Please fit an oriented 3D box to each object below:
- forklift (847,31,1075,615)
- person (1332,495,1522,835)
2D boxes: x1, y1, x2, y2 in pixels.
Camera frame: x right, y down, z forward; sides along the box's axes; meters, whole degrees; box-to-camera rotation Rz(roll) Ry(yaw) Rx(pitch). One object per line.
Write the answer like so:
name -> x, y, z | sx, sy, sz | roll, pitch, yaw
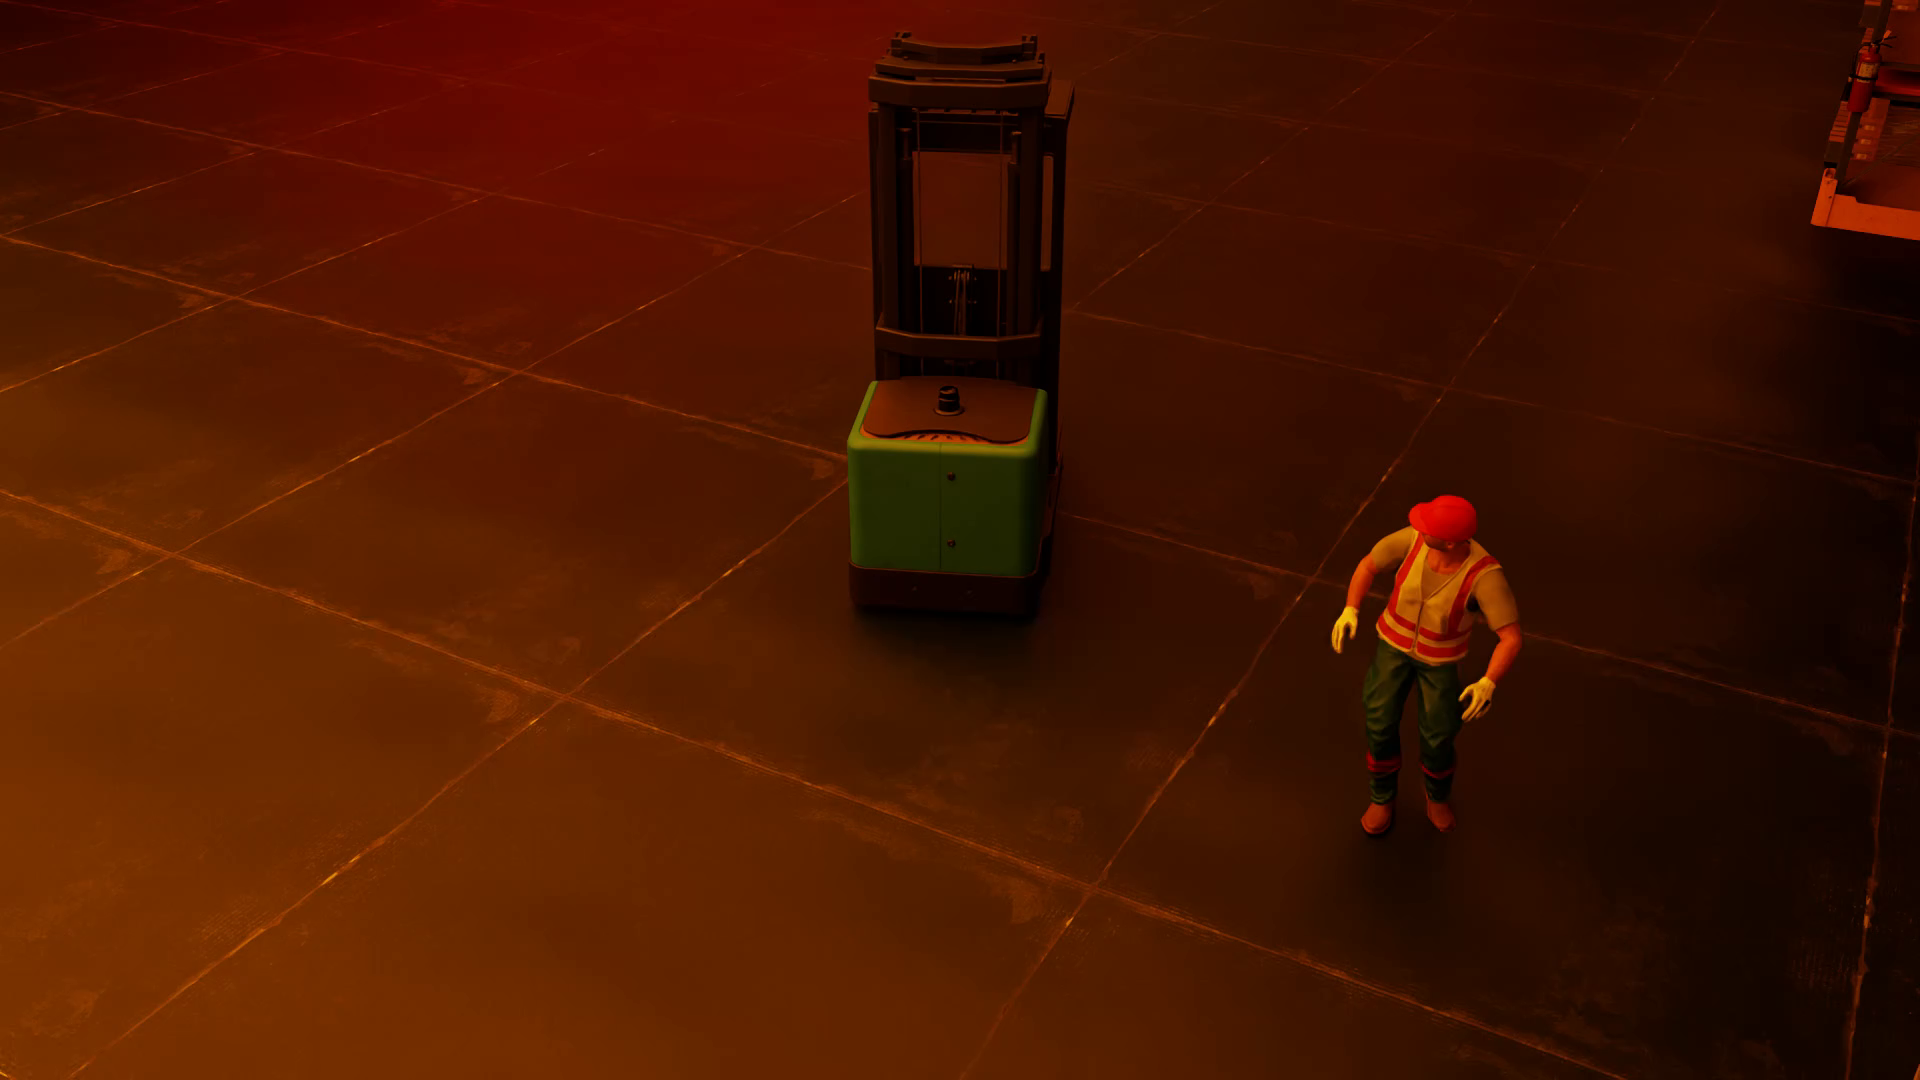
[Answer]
forklift -> 0.072, -1.572, 9.794 | 1.130, 2.935, 3.031 | 3, 30, 6
person -> 2.034, 0.572, 7.338 | 0.784, 1.722, 0.675 | 15, 33, 24
